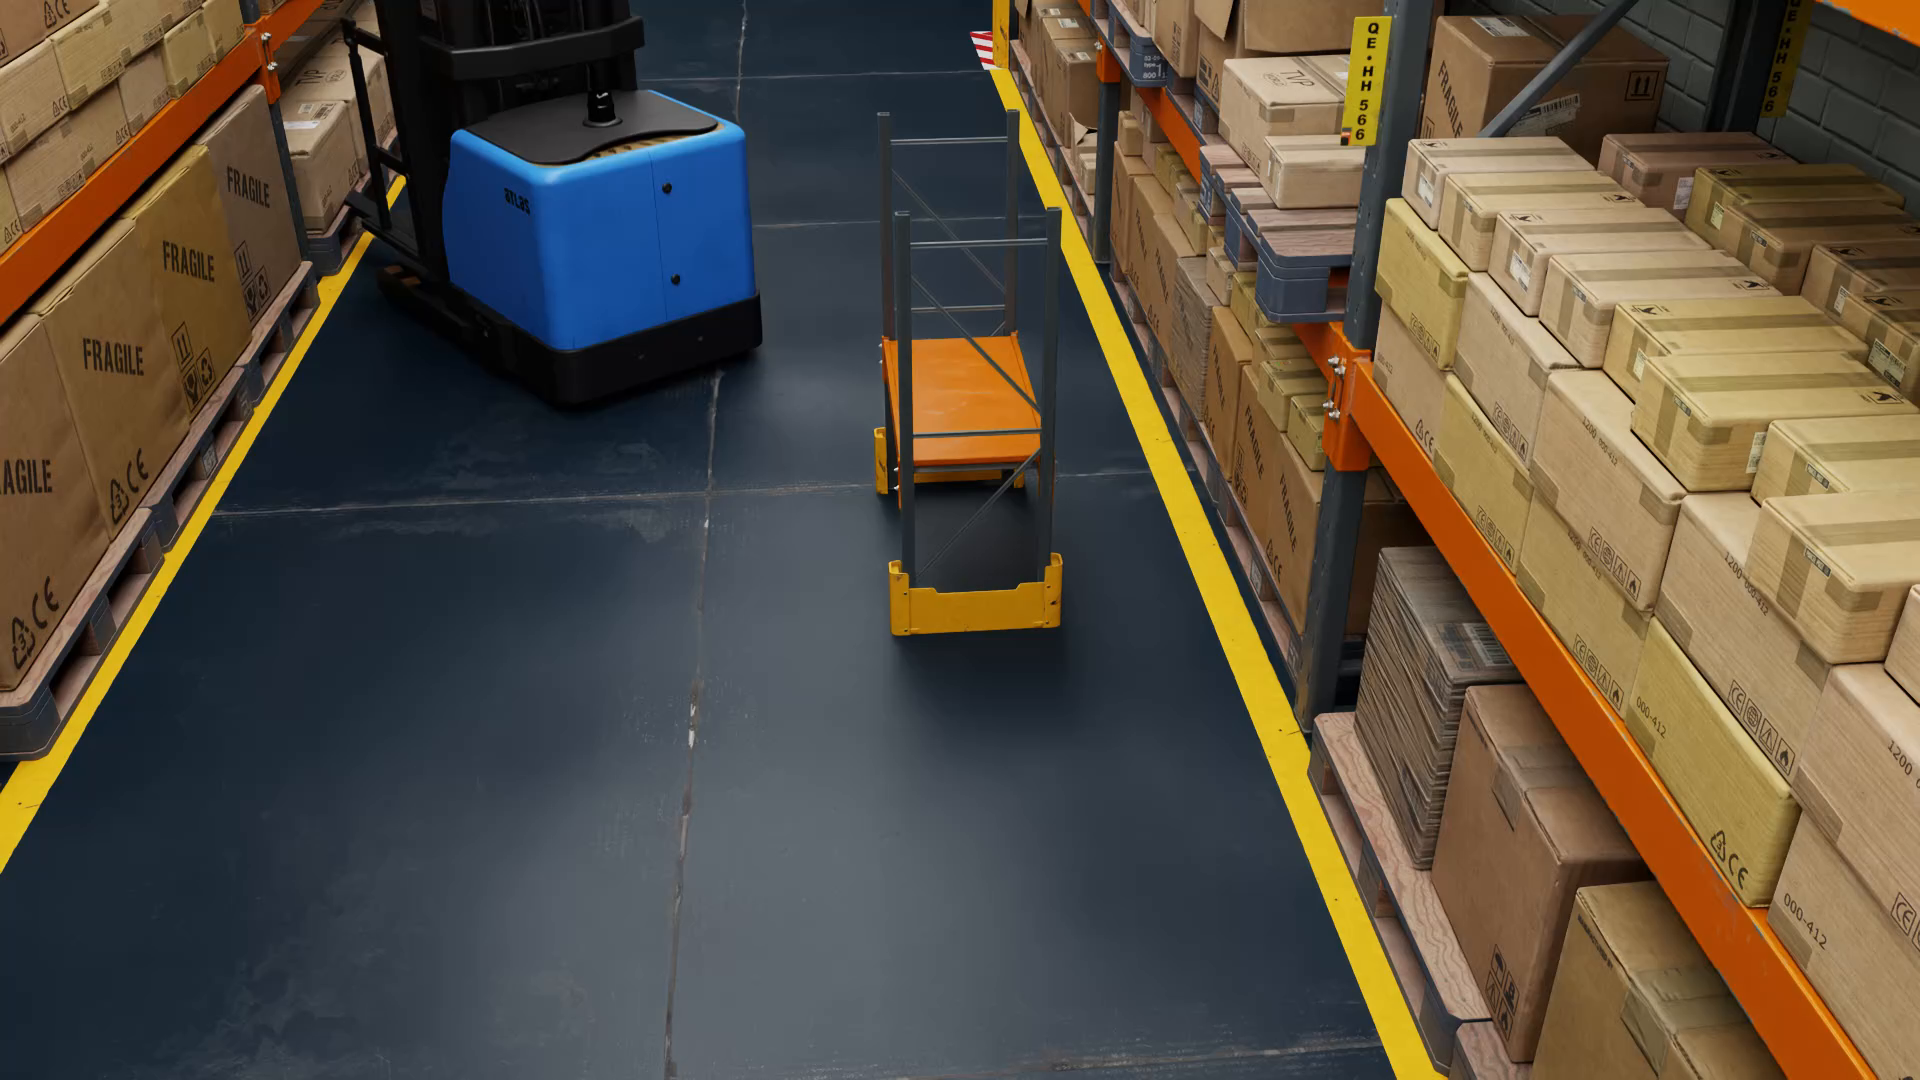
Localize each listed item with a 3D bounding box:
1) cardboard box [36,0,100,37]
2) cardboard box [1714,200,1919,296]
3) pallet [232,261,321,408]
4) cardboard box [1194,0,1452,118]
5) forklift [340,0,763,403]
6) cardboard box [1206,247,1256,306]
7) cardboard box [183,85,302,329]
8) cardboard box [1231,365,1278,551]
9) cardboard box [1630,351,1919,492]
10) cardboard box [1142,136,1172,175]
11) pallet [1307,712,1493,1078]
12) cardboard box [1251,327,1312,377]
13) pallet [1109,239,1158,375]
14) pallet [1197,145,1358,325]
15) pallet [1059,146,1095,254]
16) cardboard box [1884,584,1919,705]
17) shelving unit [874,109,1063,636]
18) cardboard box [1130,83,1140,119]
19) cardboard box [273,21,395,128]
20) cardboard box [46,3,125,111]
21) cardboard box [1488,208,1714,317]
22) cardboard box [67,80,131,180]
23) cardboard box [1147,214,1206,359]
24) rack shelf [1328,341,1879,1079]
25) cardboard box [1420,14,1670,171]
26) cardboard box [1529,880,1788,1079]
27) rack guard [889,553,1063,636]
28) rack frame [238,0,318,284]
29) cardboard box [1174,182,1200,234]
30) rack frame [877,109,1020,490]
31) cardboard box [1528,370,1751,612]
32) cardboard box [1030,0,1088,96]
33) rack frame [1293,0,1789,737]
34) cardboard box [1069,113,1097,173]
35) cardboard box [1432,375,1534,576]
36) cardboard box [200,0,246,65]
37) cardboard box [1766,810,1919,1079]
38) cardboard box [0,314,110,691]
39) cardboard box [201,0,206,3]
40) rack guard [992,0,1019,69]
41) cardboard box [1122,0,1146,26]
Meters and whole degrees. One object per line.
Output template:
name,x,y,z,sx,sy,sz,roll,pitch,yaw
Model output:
cardboard box,-3.307,-1.999,5.598,0.500,0.500,0.500,-2,31,-4
cardboard box,1.901,-0.629,3.648,0.380,0.149,0.250,-3,31,-5
pallet,-3.598,-0.942,7.622,1.003,0.211,1.213,-3,31,-5
cardboard box,1.233,-1.776,5.789,0.797,0.503,0.637,-3,31,-6
forklift,-2.238,-2.523,7.616,1.130,2.935,3.031,-23,38,-34
cardboard box,1.175,-1.031,6.447,0.380,0.149,0.250,-4,31,-7
cardboard box,-3.608,-1.485,7.474,0.875,0.875,0.875,-2,31,-3
cardboard box,1.280,-0.296,5.848,0.500,0.500,0.500,-3,31,-5
cardboard box,1.437,-0.213,2.952,0.380,0.149,0.250,-2,31,-4
cardboard box,1.068,-1.821,7.770,0.380,0.149,0.250,-4,31,-6
pallet,1.608,0.892,4.551,1.003,0.211,1.213,-3,31,-5
cardboard box,1.234,-0.627,5.771,0.380,0.149,0.250,-4,31,-6
pallet,1.310,-1.159,7.984,1.003,0.211,1.213,-3,31,-5
pallet,1.437,-0.988,5.165,1.213,0.211,1.003,-3,31,-5
pallet,1.133,-1.923,9.264,1.003,0.211,1.213,-3,31,-5
cardboard box,1.542,0.179,2.295,0.380,0.149,0.250,-2,31,-4
shelving unit,0.007,-0.605,5.800,0.587,1.500,1.083,-3,31,-5
cardboard box,1.025,-2.090,7.929,0.380,0.149,0.250,-3,31,-5
cardboard box,-3.864,-2.853,10.191,0.875,0.438,0.875,-2,31,-3
cardboard box,-3.289,-1.687,5.808,0.500,0.250,0.500,-2,31,-4
cardboard box,1.382,-0.606,3.609,0.380,0.149,0.250,-2,31,-3
cardboard box,-3.325,-1.466,5.926,0.500,0.250,0.500,-3,31,-5
cardboard box,1.119,-1.092,7.182,0.500,0.500,0.500,-4,31,-6
rack shelf,1.757,0.603,3.017,1.077,0.370,4.000,-3,31,-5
cardboard box,1.677,-1.221,4.861,0.500,0.500,0.500,-1,31,-2
cardboard box,1.746,1.108,3.376,0.875,0.625,0.625,-4,31,-7
rack guard,0.054,0.186,5.695,0.587,0.250,0.087,-3,31,-5
rack frame,-3.746,-2.530,7.560,1.000,3.000,0.127,-3,31,-5
cardboard box,1.128,-1.422,7.102,0.380,0.149,0.250,-3,31,-5
rack frame,-0.040,-0.860,6.227,0.500,1.500,0.032,-3,31,-5
cardboard box,1.445,-0.115,3.177,0.500,0.250,0.500,-4,31,-6
cardboard box,0.826,-3.164,10.650,0.700,0.500,0.500,-2,31,-3
rack frame,1.570,-0.727,4.542,1.000,3.000,0.127,-3,31,-5
cardboard box,0.818,-2.229,9.313,0.396,0.266,0.258,-2,31,-3
cardboard box,1.410,-0.168,3.752,0.500,0.250,0.500,-3,31,-6
cardboard box,-3.453,-2.248,7.235,0.500,0.250,0.500,-3,31,-6
cardboard box,1.568,0.623,2.428,0.500,0.250,0.500,-3,31,-4
cardboard box,-3.354,-0.112,5.175,0.875,0.875,0.875,-3,31,-5
cardboard box,-3.462,-2.466,7.113,0.500,0.250,0.500,-3,31,-5
rack guard,0.829,-3.700,11.956,1.175,0.500,0.348,-3,31,-5
cardboard box,1.067,-2.471,6.954,0.700,0.500,0.500,-2,31,-4
